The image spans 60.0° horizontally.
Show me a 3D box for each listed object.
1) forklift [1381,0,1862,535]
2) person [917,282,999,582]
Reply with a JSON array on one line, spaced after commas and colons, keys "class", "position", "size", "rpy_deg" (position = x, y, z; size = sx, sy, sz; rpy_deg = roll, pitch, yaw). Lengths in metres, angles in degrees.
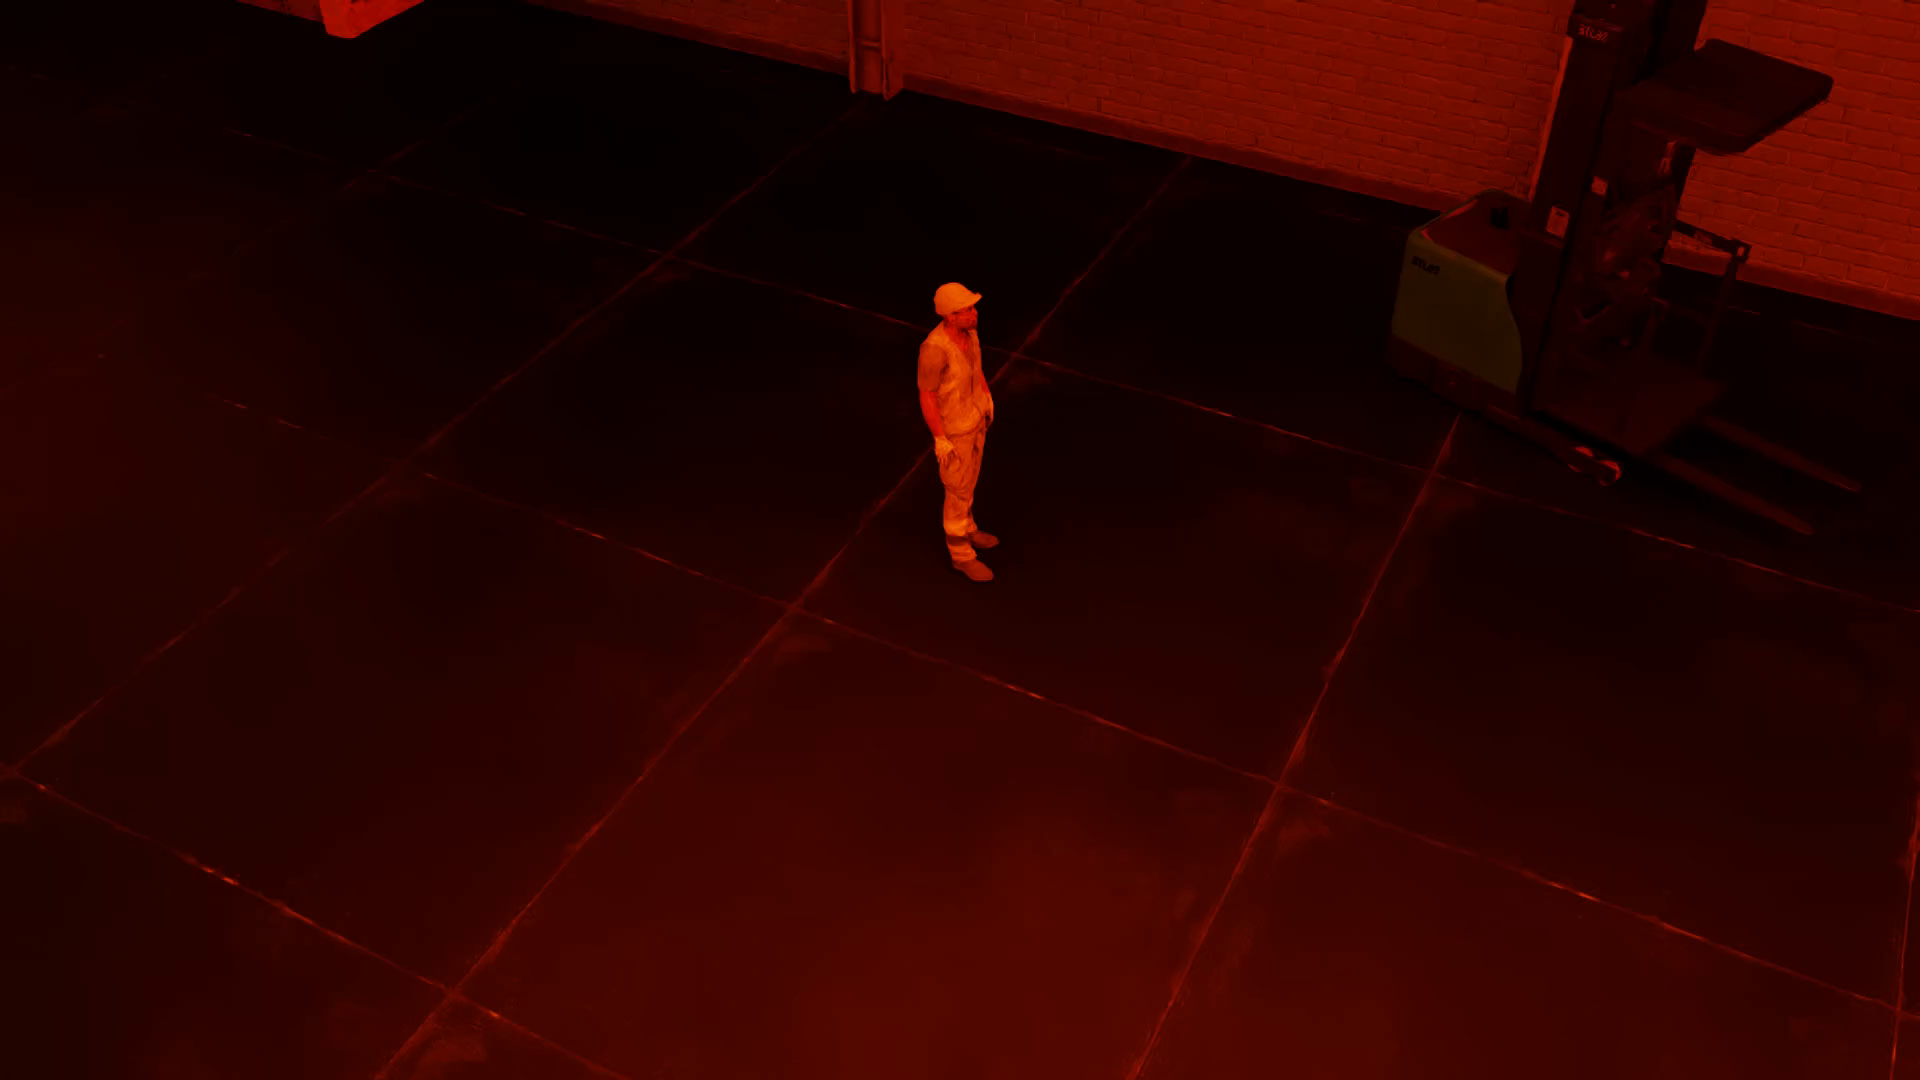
[{"class": "forklift", "position": [4.322, -1.847, 10.179], "size": [1.130, 2.935, 3.031], "rpy_deg": [-31, 49, -31]}, {"class": "person", "position": [0.066, -0.660, 9.645], "size": [0.563, 1.787, 0.637], "rpy_deg": [18, 43, 21]}]
